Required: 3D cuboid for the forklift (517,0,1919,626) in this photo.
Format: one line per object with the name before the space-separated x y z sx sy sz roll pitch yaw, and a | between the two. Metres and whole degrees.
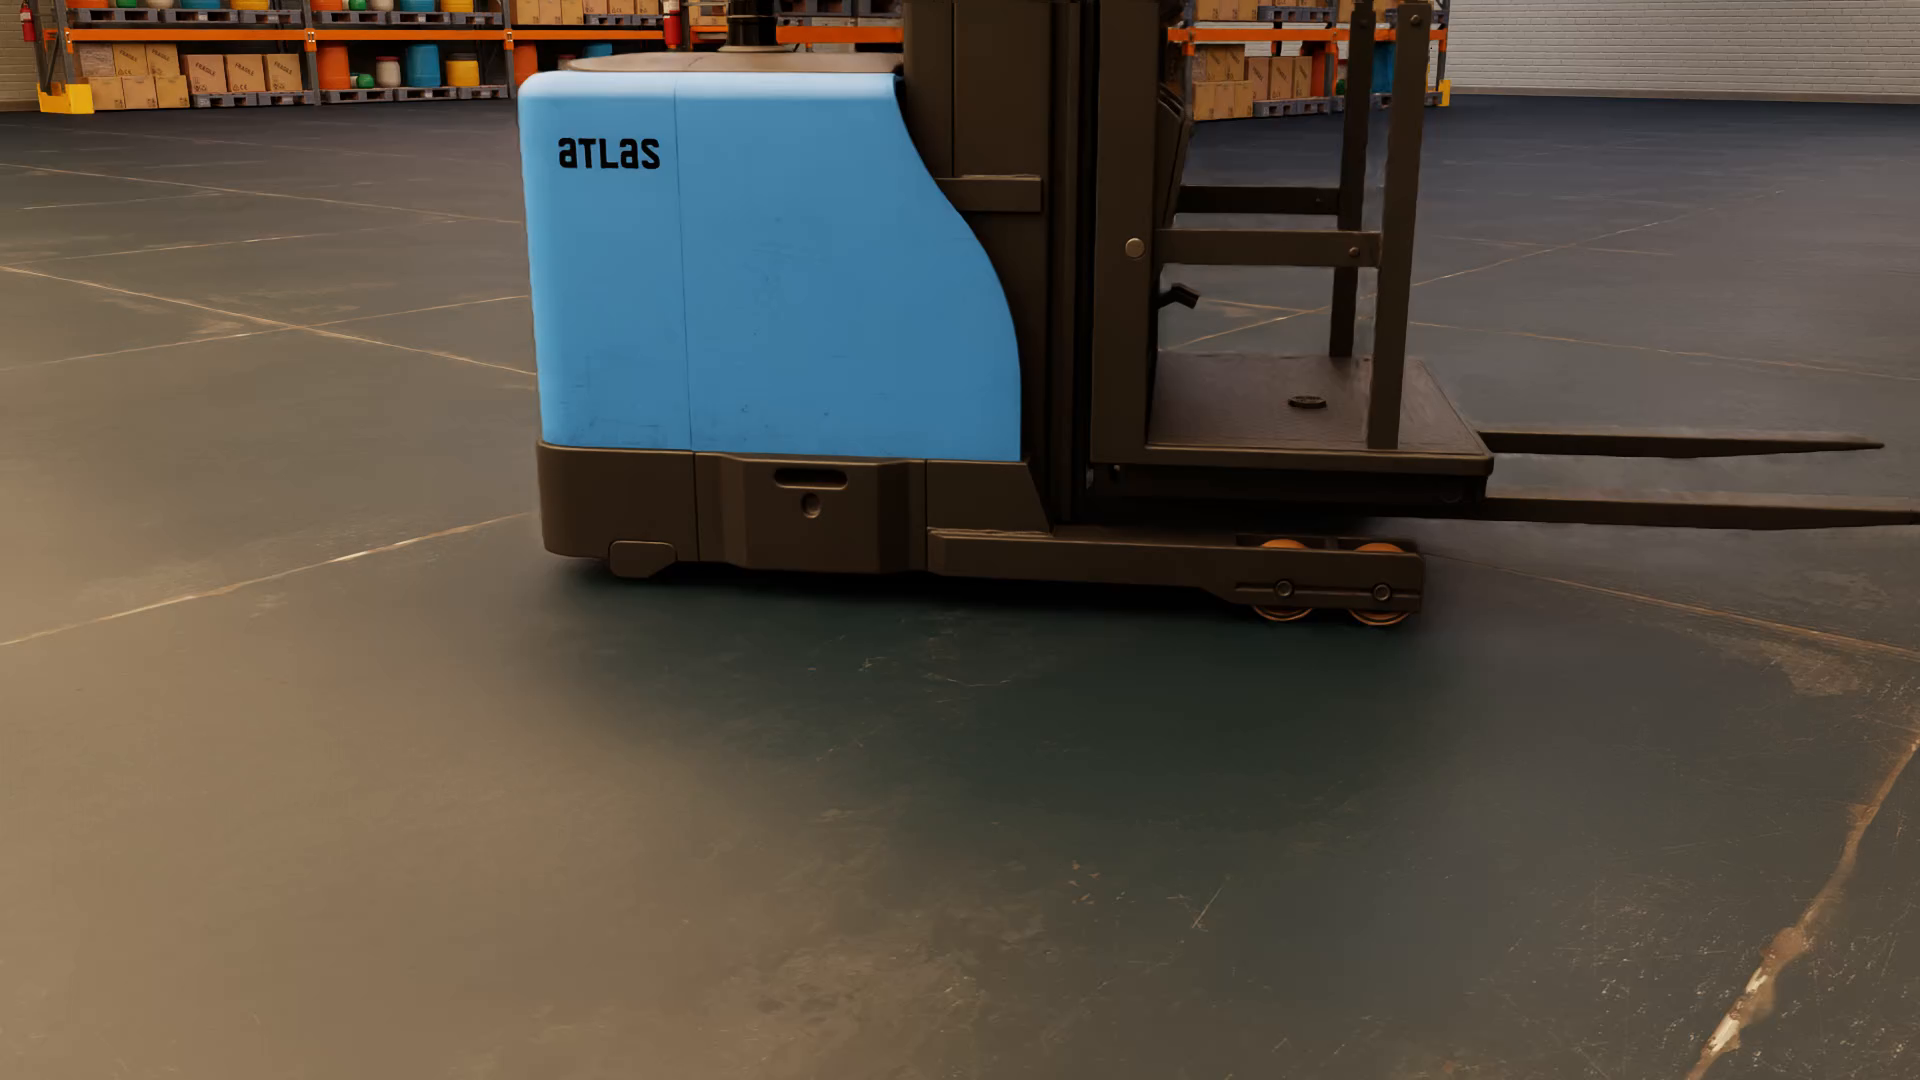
forklift | 0.641 -1.393 3.484 3.031 2.935 1.130 2 17 7
